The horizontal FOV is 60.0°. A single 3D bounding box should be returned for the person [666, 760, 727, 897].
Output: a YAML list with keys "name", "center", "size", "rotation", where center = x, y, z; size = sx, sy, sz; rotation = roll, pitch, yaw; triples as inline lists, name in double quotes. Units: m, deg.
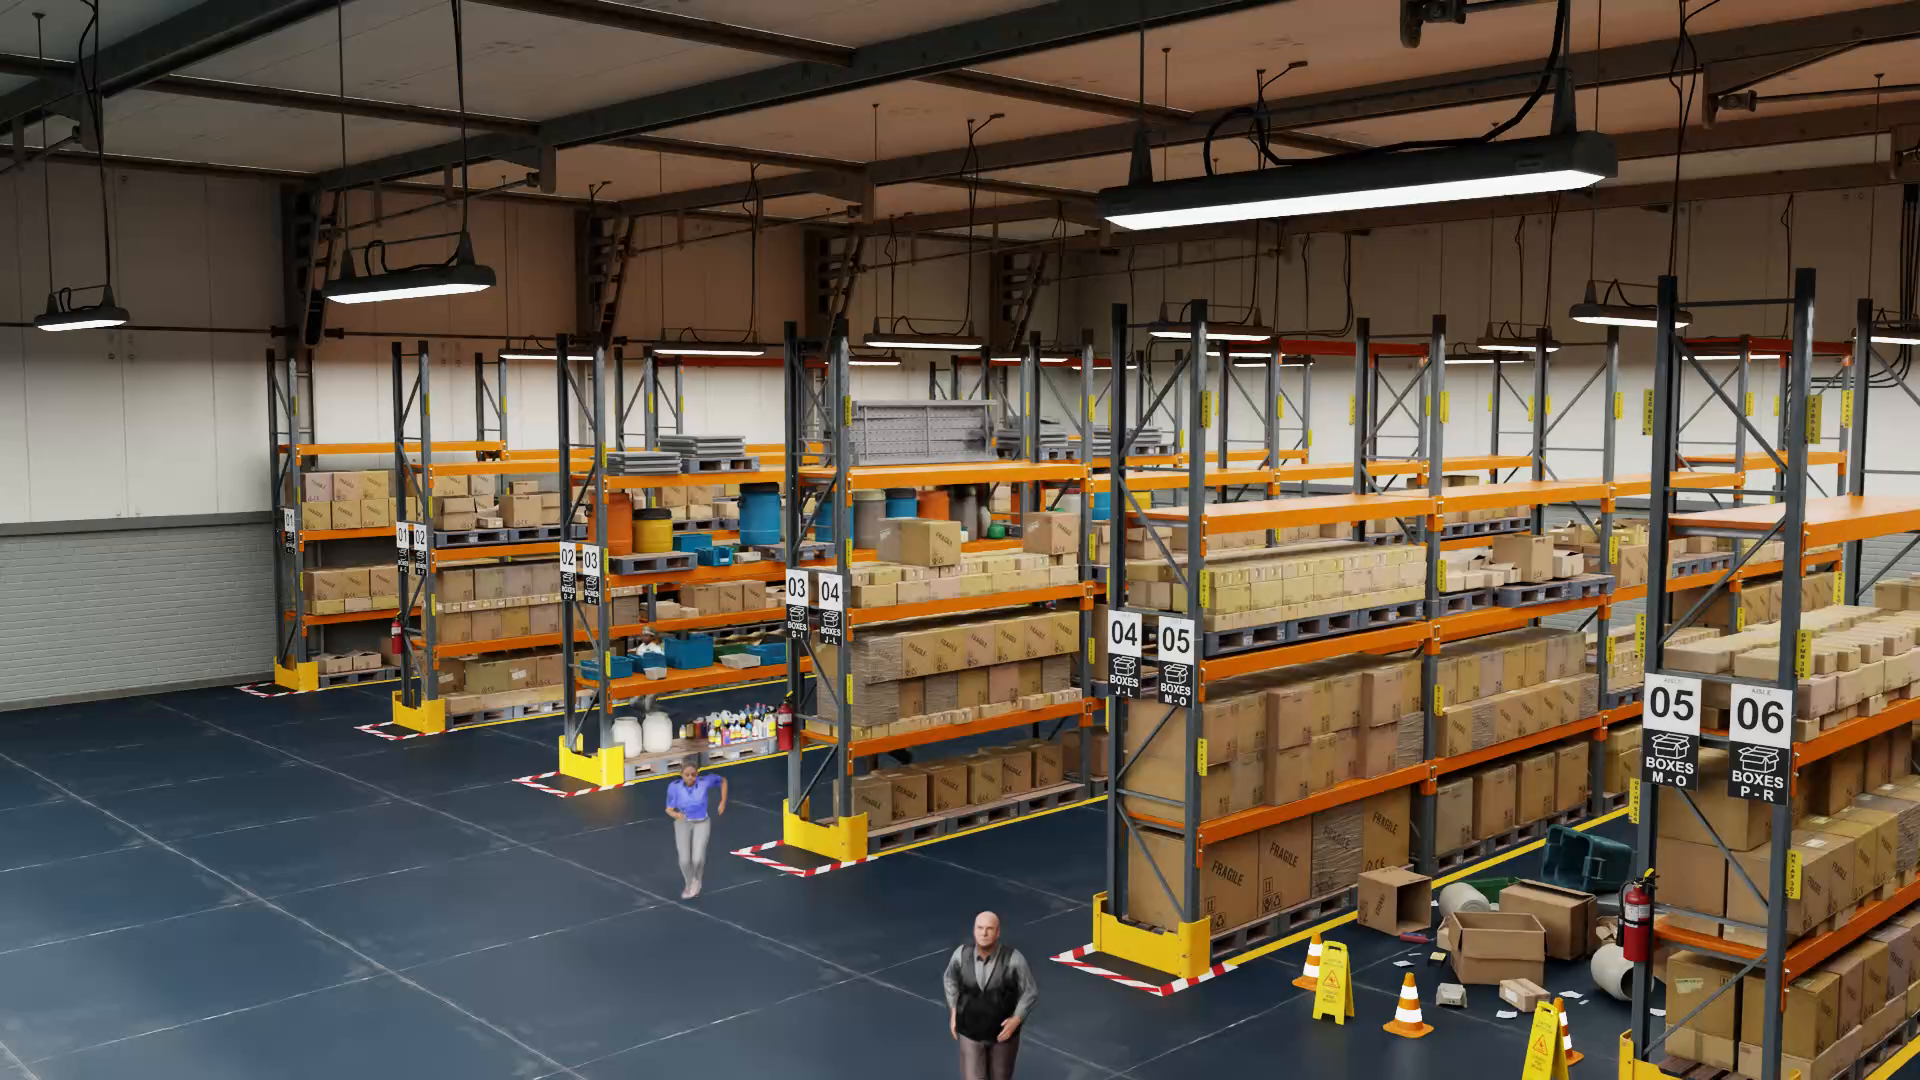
- name: "person"
  center: [-2.673, 2.939, 16.887]
  size: [0.601, 1.527, 0.887]
  rotation: [0, 5, -5]

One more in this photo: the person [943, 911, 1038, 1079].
- name: "person"
  center: [0.199, 3.350, 11.291]
  size: [0.673, 1.720, 0.849]
  rotation: [1, 5, 8]

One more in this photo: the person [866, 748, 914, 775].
- name: "person"
  center: [-1.017, 2.379, 22.019]
  size: [0.719, 1.752, 0.919]
  rotation: [3, 6, 35]

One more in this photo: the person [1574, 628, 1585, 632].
- name: "person"
  center: [9.183, 2.167, 24.681]
  size: [0.643, 1.758, 0.702]
  rotation: [-5, 7, -45]

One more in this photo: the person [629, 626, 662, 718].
- name: "person"
  center: [-4.819, 2.133, 25.409]
  size: [0.560, 1.652, 0.559]
  rotation: [3, 6, 32]
